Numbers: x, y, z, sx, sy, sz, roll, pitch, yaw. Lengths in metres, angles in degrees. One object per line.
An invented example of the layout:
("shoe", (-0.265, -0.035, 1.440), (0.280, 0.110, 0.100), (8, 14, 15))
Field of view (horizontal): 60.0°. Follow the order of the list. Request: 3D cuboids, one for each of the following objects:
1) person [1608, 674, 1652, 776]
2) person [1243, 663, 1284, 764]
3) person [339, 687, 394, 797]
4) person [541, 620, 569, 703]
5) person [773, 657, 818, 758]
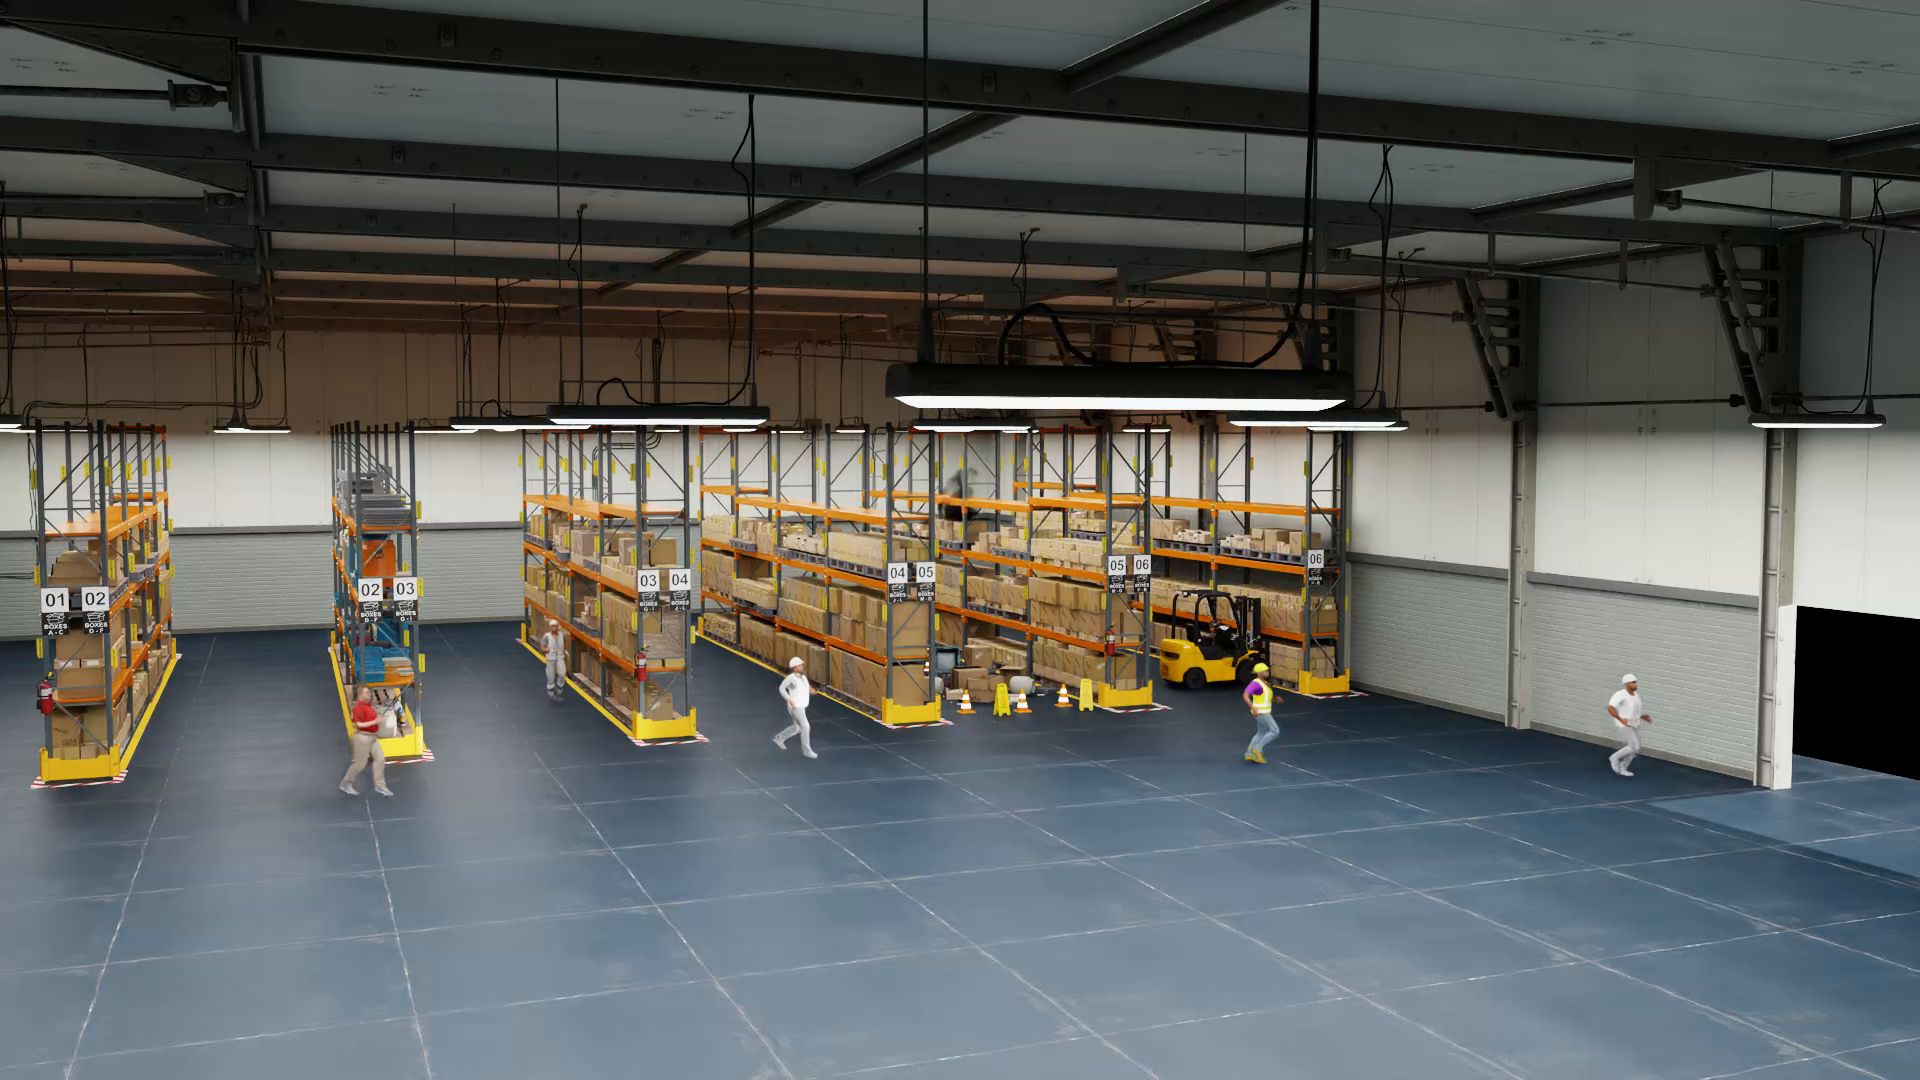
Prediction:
("person", (11.243, 3.111, 27.908), (0.676, 1.720, 0.571), (-3, 4, -37))
("person", (5.307, 3.023, 29.029), (0.673, 1.742, 0.674), (1, 4, 19))
("person", (-9.419, 3.203, 26.327), (0.823, 1.773, 0.647), (0, 4, 2))
("person", (-8.681, 2.600, 35.713), (0.643, 1.796, 0.805), (-2, 4, -25))
("person", (-2.928, 2.980, 29.735), (0.890, 1.787, 0.648), (1, 4, 18))
